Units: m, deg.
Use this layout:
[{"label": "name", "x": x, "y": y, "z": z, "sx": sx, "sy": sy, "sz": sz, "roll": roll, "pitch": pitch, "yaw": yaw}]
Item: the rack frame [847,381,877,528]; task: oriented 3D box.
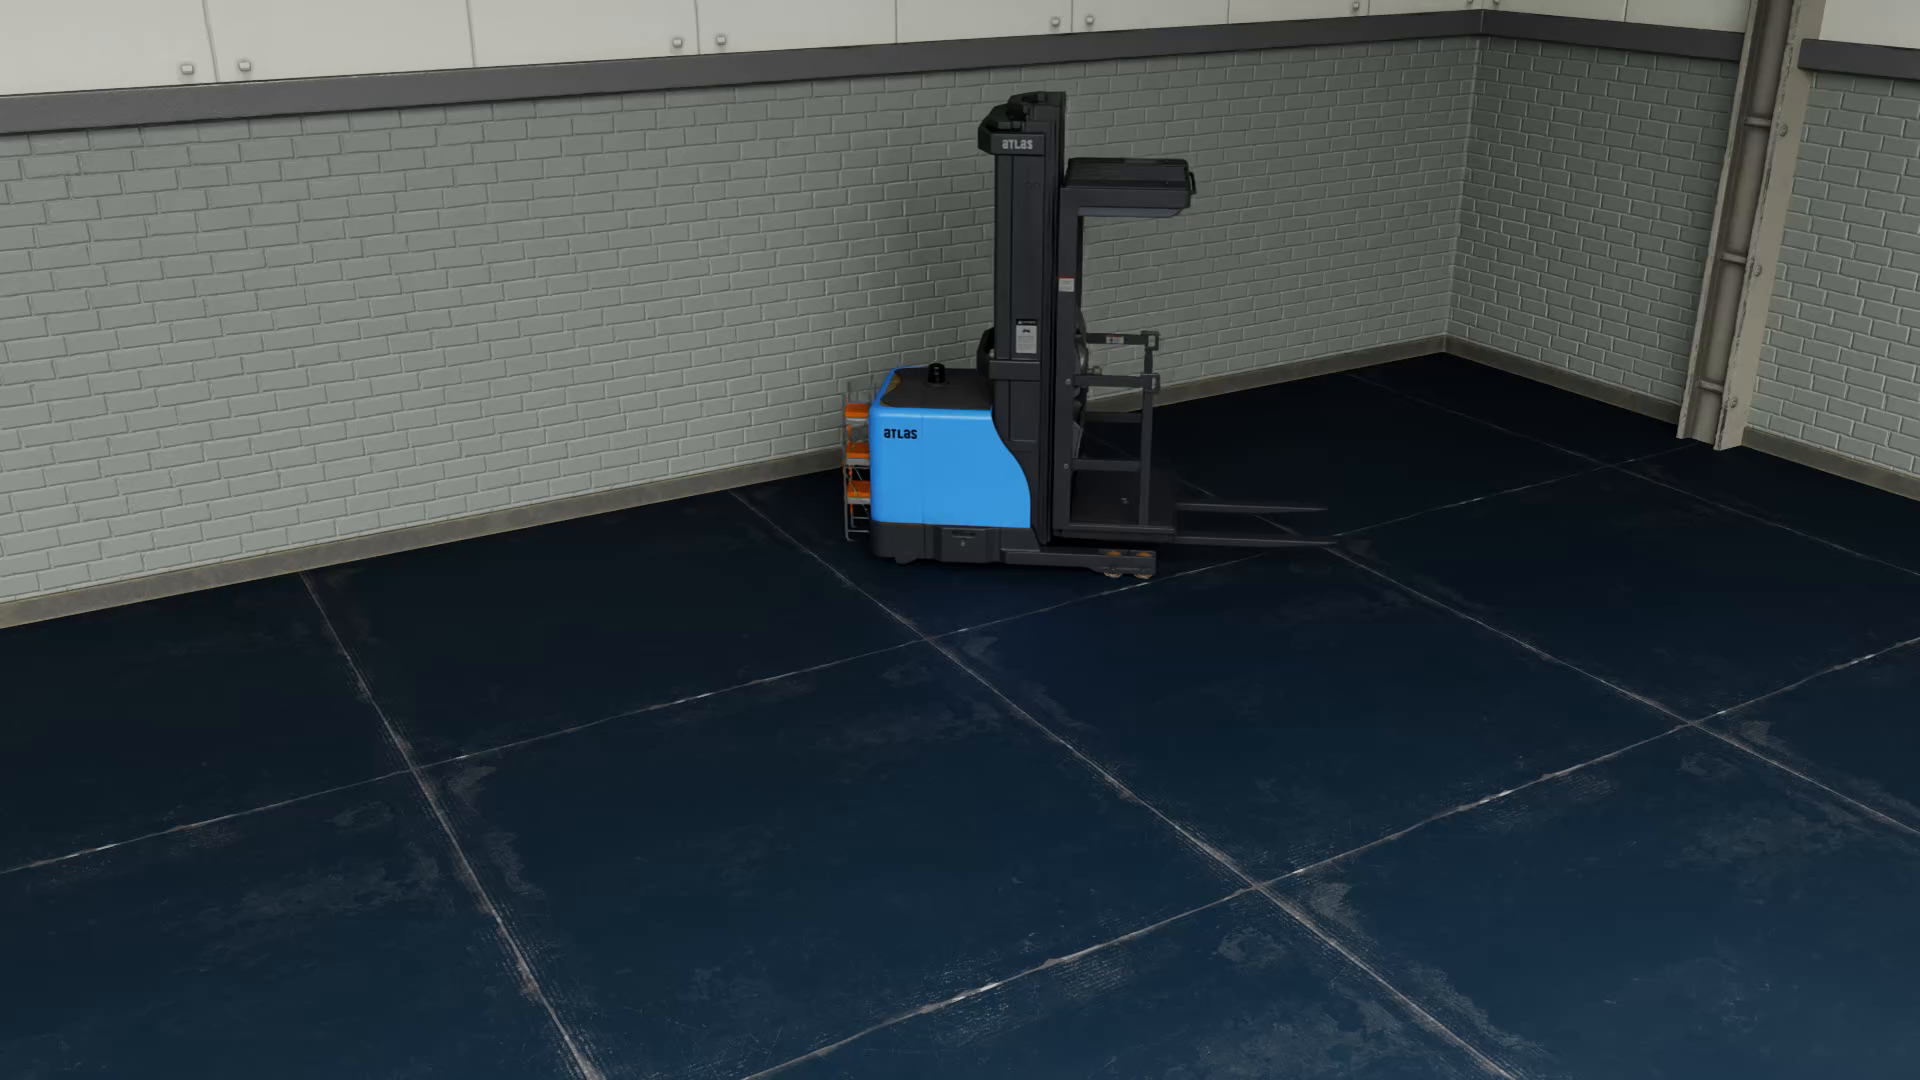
[{"label": "rack frame", "x": -0.656, "y": -0.572, "z": 11.324, "sx": 0.200, "sy": 1.050, "sz": 0.008, "roll": 2, "pitch": 22, "yaw": 5}]

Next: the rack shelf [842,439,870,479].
[{"label": "rack shelf", "x": -0.667, "y": -0.516, "z": 11.215, "sx": 0.215, "sy": 0.259, "sz": 0.240, "roll": 2, "pitch": 22, "yaw": 5}]

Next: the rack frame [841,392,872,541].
[{"label": "rack frame", "x": -0.678, "y": -0.480, "z": 11.099, "sx": 0.200, "sy": 1.050, "sz": 0.008, "roll": 2, "pitch": 22, "yaw": 5}]

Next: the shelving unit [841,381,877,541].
[{"label": "shelving unit", "x": -0.667, "y": -0.526, "z": 11.211, "sx": 0.215, "sy": 1.050, "sz": 0.252, "roll": 2, "pitch": 22, "yaw": 5}]

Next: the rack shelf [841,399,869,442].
[{"label": "rack shelf", "x": -0.667, "y": -0.779, "z": 11.108, "sx": 0.215, "sy": 0.259, "sz": 0.240, "roll": 2, "pitch": 22, "yaw": 5}]

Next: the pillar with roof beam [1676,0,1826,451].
[{"label": "pillar with roof beam", "x": 2.275, "y": -4.134, "z": 9.531, "sx": 9.100, "sy": 9.000, "sz": 0.400, "roll": -13, "pitch": 25, "yaw": -28}]

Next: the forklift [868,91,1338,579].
[{"label": "forklift", "x": 0.955, "y": -1.319, "z": 10.664, "sx": 3.031, "sy": 2.935, "sz": 1.130, "roll": 2, "pitch": 22, "yaw": 6}]

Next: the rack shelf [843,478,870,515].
[{"label": "rack shelf", "x": -0.667, "y": -0.259, "z": 11.320, "sx": 0.215, "sy": 0.259, "sz": 0.240, "roll": 2, "pitch": 22, "yaw": 5}]
